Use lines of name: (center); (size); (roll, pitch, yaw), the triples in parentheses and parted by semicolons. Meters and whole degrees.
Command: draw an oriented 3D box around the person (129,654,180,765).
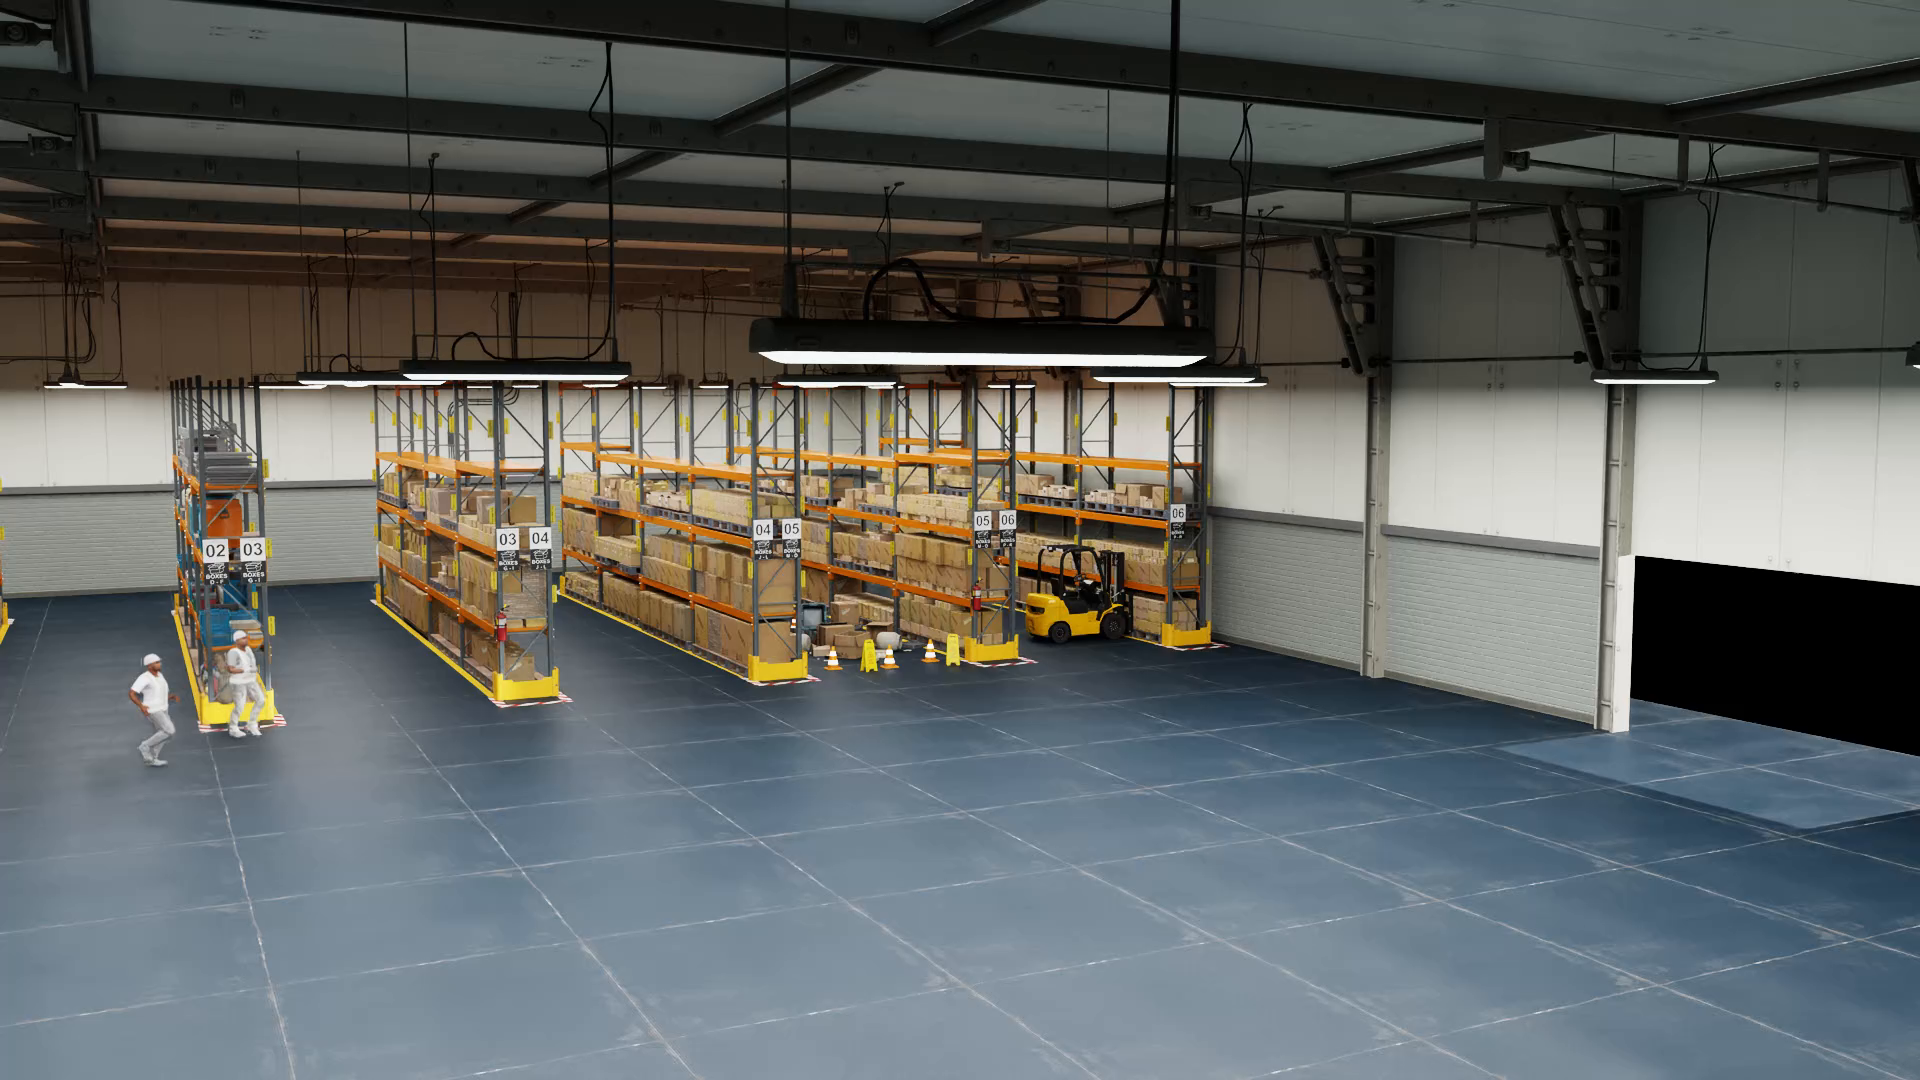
person: (-12.264, 2.598, 25.450); (0.578, 1.717, 0.705); (0, 5, -2)

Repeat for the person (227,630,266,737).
person: (-11.820, 2.396, 27.545); (0.678, 1.811, 0.714); (1, 5, 15)
